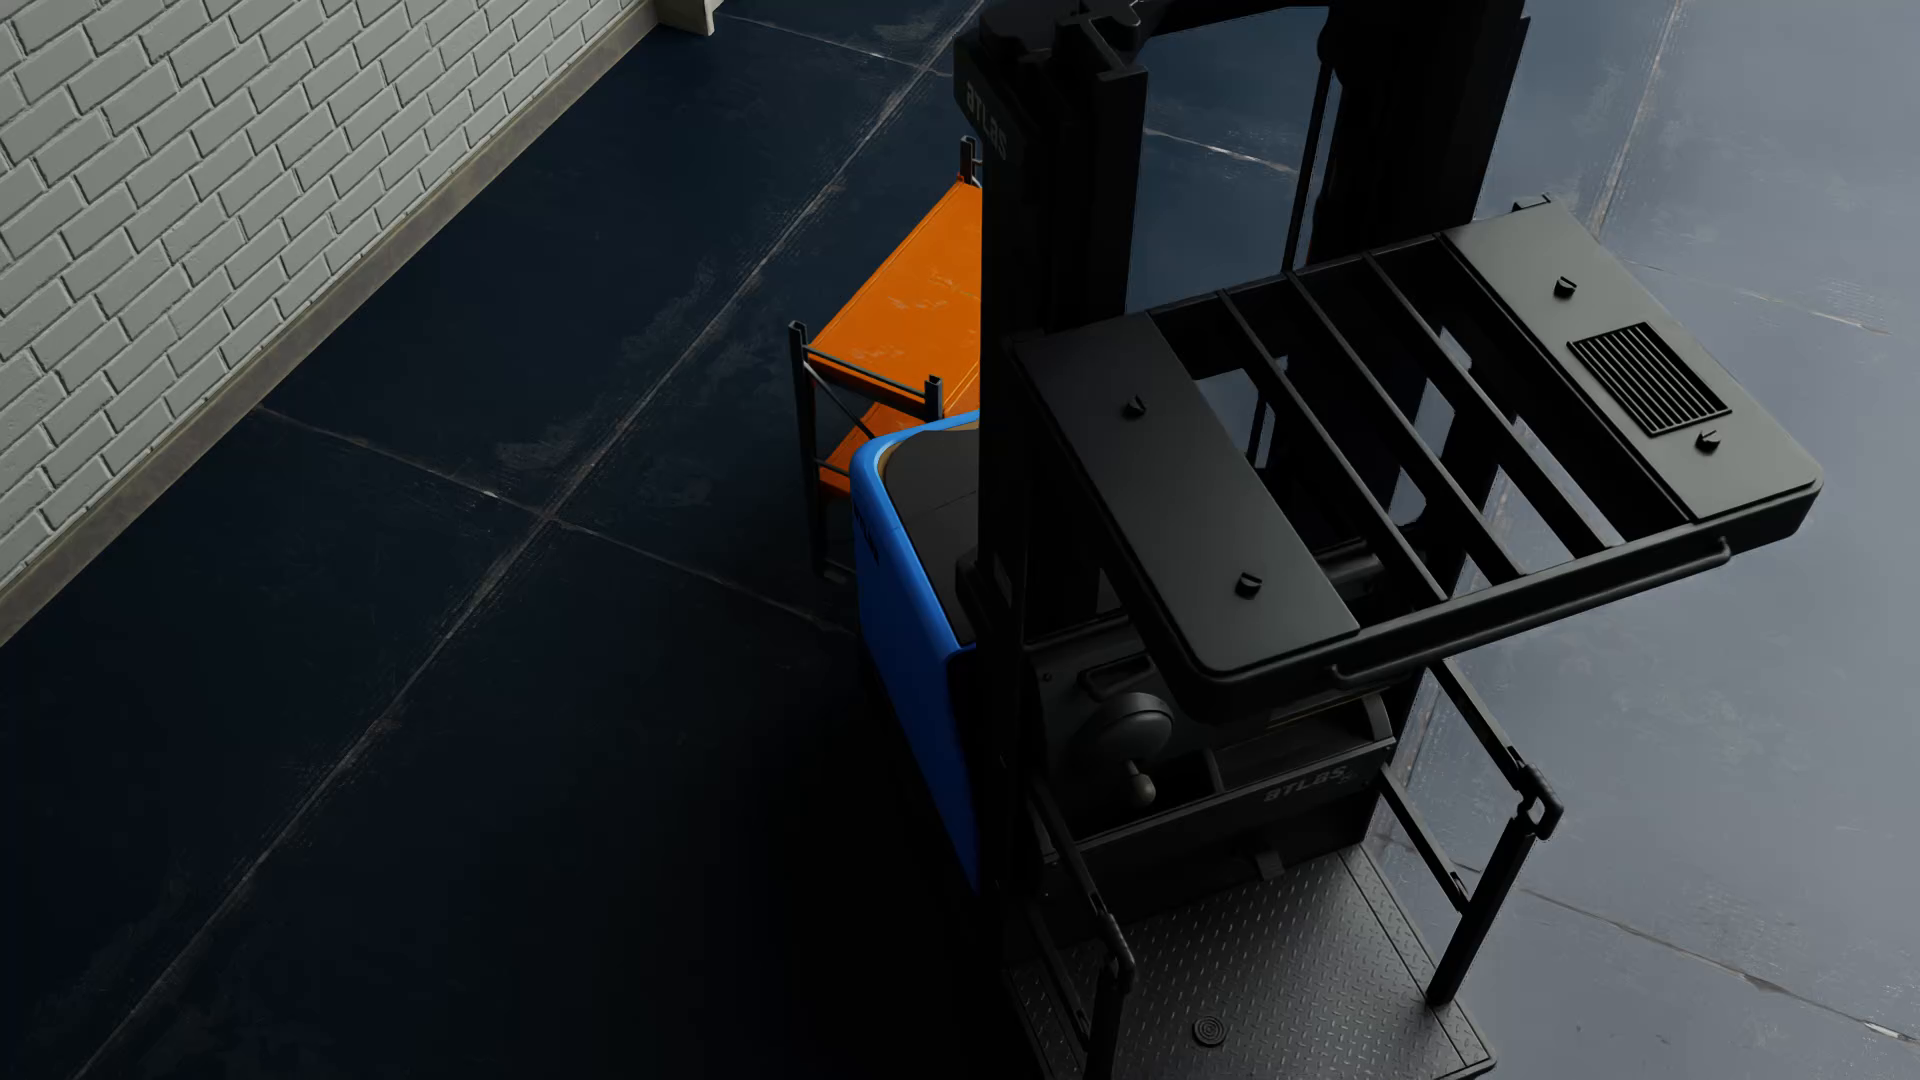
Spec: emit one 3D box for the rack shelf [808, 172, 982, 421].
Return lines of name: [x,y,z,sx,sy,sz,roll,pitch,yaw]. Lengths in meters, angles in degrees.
rack shelf: [-0.023,-0.697,5.220,0.538,0.278,1.000,23,53,19]

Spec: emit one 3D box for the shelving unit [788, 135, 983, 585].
shelving unit: [-0.023,-0.507,5.443,0.538,1.125,1.048,23,53,19]

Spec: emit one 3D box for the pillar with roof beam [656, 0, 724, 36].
pillar with roof beam: [2.667,-4.049,3.286,9.100,9.000,0.400,20,52,16]

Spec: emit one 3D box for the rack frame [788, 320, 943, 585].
rack frame: [-0.272,-0.170,5.156,0.500,1.125,0.032,23,53,19]

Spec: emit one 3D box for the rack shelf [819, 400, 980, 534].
rack shelf: [-0.023,-0.349,5.629,0.538,0.278,1.000,23,53,19]

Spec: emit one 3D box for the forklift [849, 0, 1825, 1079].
forklift: [0.680,0.399,3.486,1.130,2.935,3.031,-16,52,-13]

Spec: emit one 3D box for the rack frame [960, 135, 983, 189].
rack frame: [0.226,-0.845,5.730,0.500,1.125,0.032,23,53,19]
